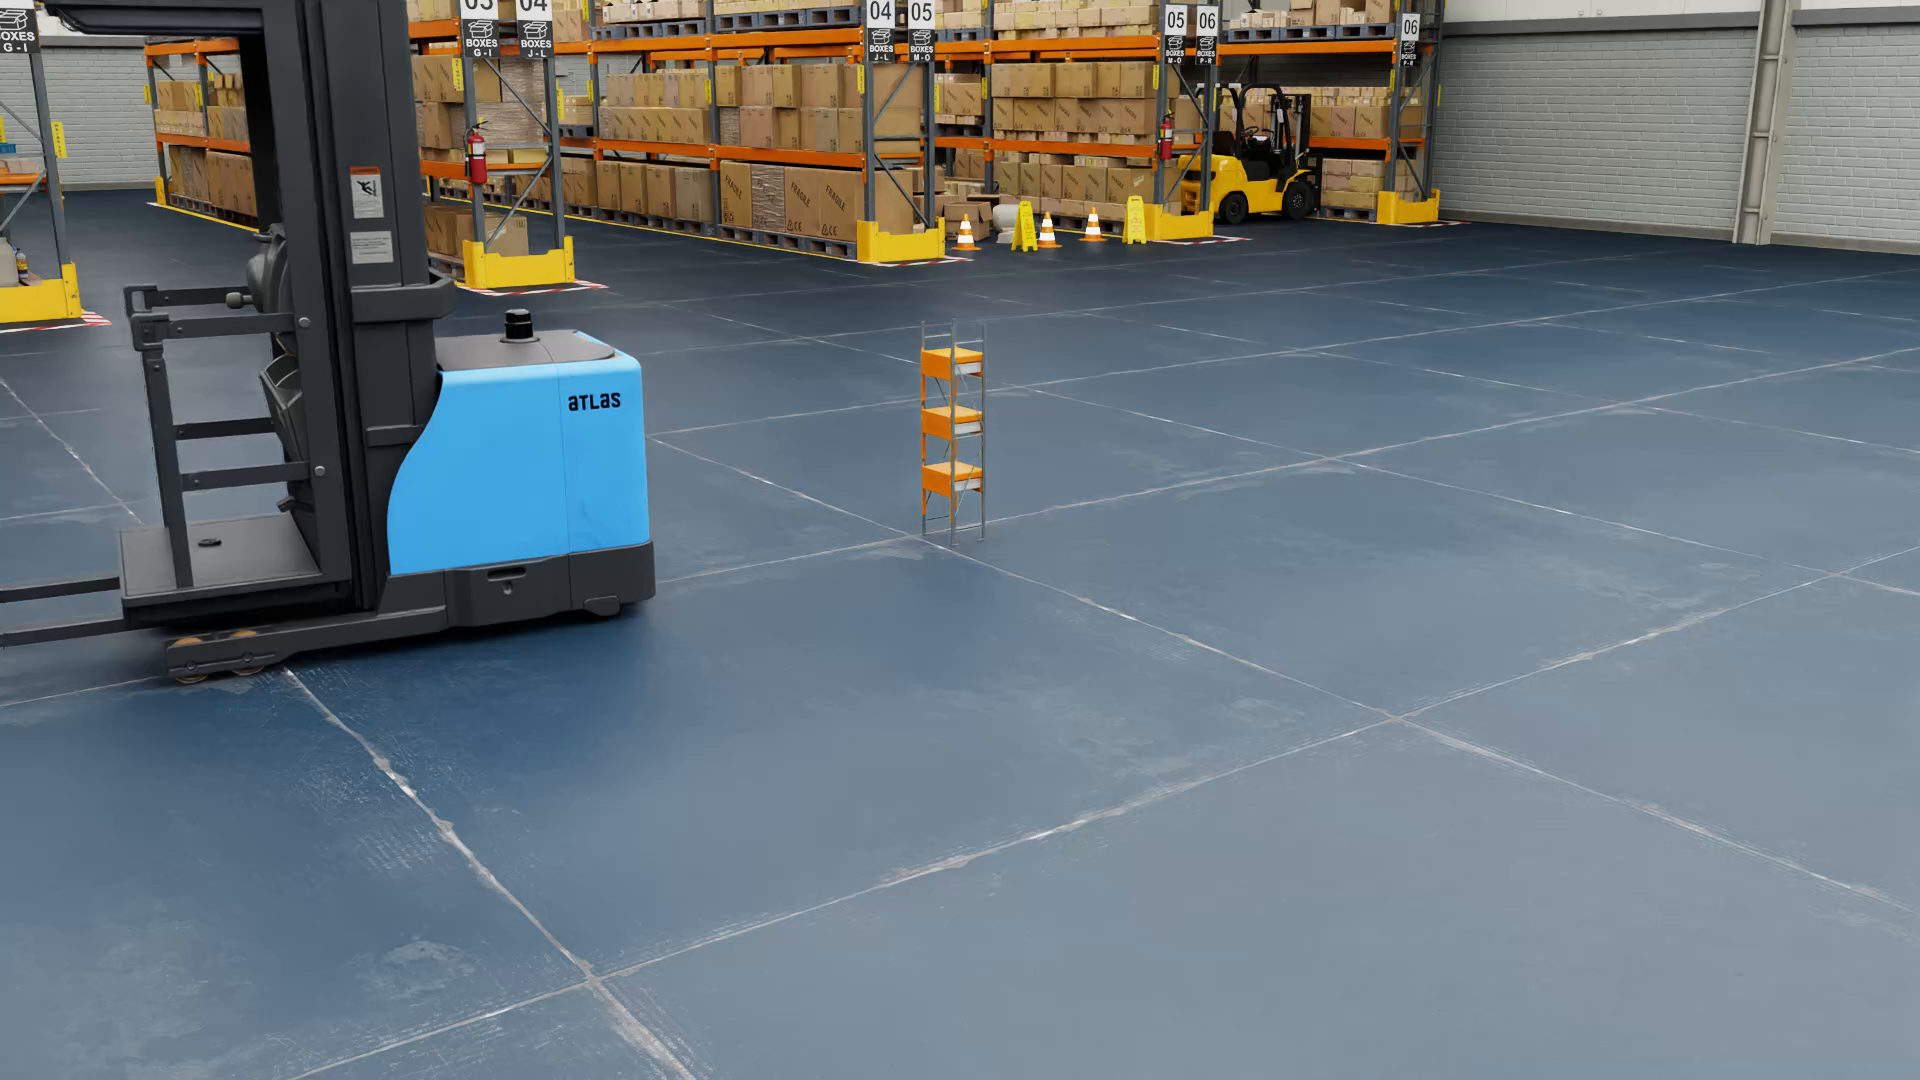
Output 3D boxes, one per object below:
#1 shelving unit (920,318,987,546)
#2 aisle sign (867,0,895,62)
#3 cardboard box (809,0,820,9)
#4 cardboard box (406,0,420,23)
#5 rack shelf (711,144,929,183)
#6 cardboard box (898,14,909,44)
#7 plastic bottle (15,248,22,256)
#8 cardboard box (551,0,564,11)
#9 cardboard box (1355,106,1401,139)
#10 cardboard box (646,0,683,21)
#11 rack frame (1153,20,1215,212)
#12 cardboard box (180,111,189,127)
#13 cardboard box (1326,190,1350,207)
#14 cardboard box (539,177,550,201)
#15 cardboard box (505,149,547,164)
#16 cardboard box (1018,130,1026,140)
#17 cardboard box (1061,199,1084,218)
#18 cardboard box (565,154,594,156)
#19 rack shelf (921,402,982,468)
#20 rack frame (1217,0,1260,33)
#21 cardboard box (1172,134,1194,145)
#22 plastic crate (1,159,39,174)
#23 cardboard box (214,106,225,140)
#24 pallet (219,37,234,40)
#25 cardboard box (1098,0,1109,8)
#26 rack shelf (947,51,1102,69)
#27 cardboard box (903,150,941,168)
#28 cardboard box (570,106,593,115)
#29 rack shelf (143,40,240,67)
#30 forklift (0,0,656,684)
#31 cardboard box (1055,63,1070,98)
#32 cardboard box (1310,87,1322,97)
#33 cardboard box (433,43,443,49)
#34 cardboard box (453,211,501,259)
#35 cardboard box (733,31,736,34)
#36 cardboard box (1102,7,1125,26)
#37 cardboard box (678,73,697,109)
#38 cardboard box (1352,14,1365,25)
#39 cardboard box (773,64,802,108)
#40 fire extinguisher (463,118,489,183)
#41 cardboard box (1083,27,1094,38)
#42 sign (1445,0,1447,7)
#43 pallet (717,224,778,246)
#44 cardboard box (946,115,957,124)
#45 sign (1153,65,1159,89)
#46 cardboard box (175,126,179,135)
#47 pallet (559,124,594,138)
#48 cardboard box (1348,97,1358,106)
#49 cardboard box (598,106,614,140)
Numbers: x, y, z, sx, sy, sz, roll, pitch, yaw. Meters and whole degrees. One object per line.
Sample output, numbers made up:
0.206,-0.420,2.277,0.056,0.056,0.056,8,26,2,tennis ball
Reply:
-0.031,-0.518,7.979,0.215,1.050,0.252,-11,19,-35,shelving unit
-0.958,-6.214,20.173,0.394,0.787,0.004,-11,19,-35,aisle sign
-1.674,-6.779,20.972,0.380,0.149,0.250,-11,19,-34,cardboard box
-5.908,-5.928,18.656,0.500,0.250,0.500,-10,18,-33,cardboard box
-1.933,-5.102,22.397,1.077,0.370,4.000,-11,19,-35,rack shelf
-0.596,-8.695,28.285,0.797,0.503,0.637,-11,19,-35,cardboard box
-9.767,-2.893,17.277,0.061,0.283,0.133,-10,18,-34,plastic bottle
-6.682,-8.912,27.633,0.396,0.266,0.258,-11,19,-35,cardboard box
6.698,-6.695,26.667,0.500,0.500,0.500,-11,19,-36,cardboard box
-4.318,-7.870,24.652,0.500,0.311,0.500,-12,19,-37,cardboard box
3.187,-5.812,23.627,1.000,3.000,0.127,-11,19,-35,rack frame
-12.963,-7.180,28.346,0.500,0.250,0.500,-10,18,-33,cardboard box
6.384,-5.618,27.334,0.500,0.250,0.500,-11,19,-35,cardboard box
-6.962,-6.159,28.838,0.500,0.500,0.500,-10,18,-34,cardboard box
-4.803,-4.250,18.398,0.380,0.149,0.250,-11,19,-35,cardboard box
1.133,-6.330,25.996,0.380,0.149,0.250,-11,19,-35,cardboard box
1.884,-5.041,25.227,0.500,0.250,0.500,-12,19,-37,cardboard box
-6.557,-6.600,29.028,0.500,0.250,0.500,-12,19,-37,cardboard box
-0.031,-0.508,7.982,0.215,0.259,0.240,-11,19,-35,rack shelf
4.848,-10.330,28.774,1.000,3.000,0.127,-11,19,-35,rack frame
3.155,-5.795,24.043,0.380,0.149,0.250,-11,19,-34,cardboard box
-9.101,-3.618,16.114,0.298,0.136,0.250,-11,19,-35,plastic crate
-11.520,-6.640,26.464,0.500,0.500,0.500,-11,19,-34,cardboard box
-10.614,-7.705,25.221,1.003,0.211,1.213,-10,18,-32,pallet
2.219,-7.776,24.089,0.380,0.149,0.250,-11,19,-35,cardboard box
1.321,-9.818,33.946,1.077,0.370,4.000,-11,19,-35,rack shelf
-0.843,-8.441,37.173,0.700,0.500,0.500,-12,19,-37,cardboard box
-6.120,-6.990,27.048,0.380,0.149,0.250,-10,18,-33,cardboard box
-13.060,-8.363,28.629,1.077,0.370,4.000,-11,19,-35,rack shelf
-2.825,-1.043,6.334,3.031,2.935,1.130,-8,17,-26,forklift
1.855,-6.891,24.924,0.700,0.500,0.500,-11,19,-35,cardboard box
5.988,-7.388,27.406,0.380,0.149,0.250,-10,18,-33,cardboard box
-9.801,-9.564,31.940,0.500,0.250,0.500,-10,18,-33,cardboard box
-5.561,-3.528,19.225,0.500,0.500,0.500,-6,16,-20,cardboard box
-4.503,-10.093,32.860,0.396,0.266,0.258,-10,18,-33,cardboard box
2.385,-7.507,23.859,0.500,0.250,0.500,-11,19,-35,cardboard box
-3.710,-6.621,24.501,0.700,0.500,0.500,-11,19,-35,cardboard box
6.467,-8.289,26.488,0.380,0.149,0.250,-12,19,-36,cardboard box
-1.978,-6.037,22.121,0.875,0.550,0.500,-11,19,-35,cardboard box
-5.134,-4.140,17.667,0.296,0.674,0.183,-11,19,-35,fire extinguisher
2.021,-7.448,24.399,0.380,0.149,0.250,-11,19,-36,cardboard box
7.653,-8.574,26.234,0.100,0.325,0.005,-11,19,-35,sign
-2.725,-4.356,23.593,1.003,0.211,1.213,-11,19,-35,pallet
-0.012,-6.923,27.367,0.380,0.149,0.250,-11,19,-35,cardboard box
2.727,-6.441,23.134,0.100,0.325,0.005,-11,19,-35,sign
-13.389,-7.113,28.860,0.380,0.149,0.250,-11,19,-36,cardboard box
-5.966,-6.773,27.504,1.213,0.211,1.003,-11,19,-35,pallet
6.492,-7.089,26.878,0.380,0.149,0.250,-10,18,-34,cardboard box
-5.415,-6.640,26.466,0.500,0.500,0.500,-11,19,-34,cardboard box
